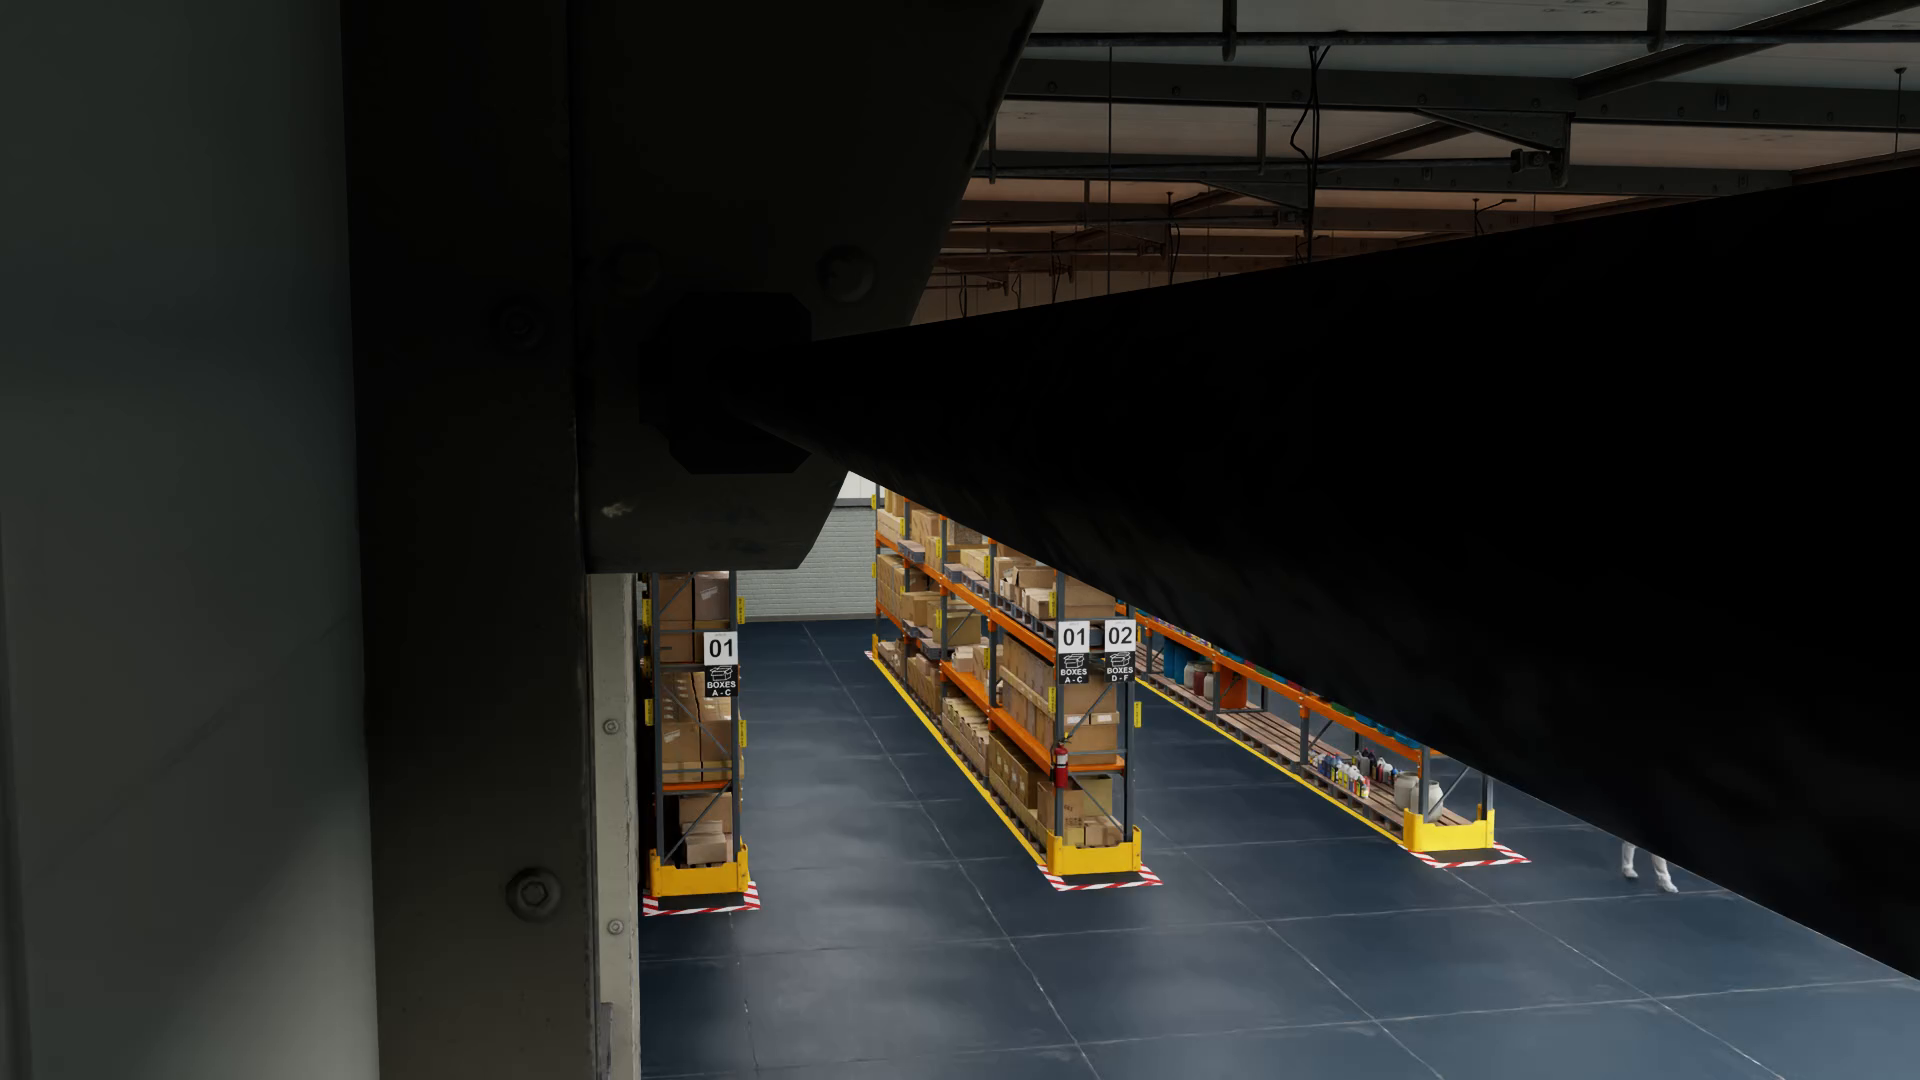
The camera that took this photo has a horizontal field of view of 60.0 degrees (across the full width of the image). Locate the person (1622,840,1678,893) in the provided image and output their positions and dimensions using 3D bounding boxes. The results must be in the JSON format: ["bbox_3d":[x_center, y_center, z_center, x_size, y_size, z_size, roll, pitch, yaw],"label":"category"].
[{"bbox_3d":[8.402,3.352,20.357,0.587,1.714,0.925,0,6,0],"label":"person"}]
